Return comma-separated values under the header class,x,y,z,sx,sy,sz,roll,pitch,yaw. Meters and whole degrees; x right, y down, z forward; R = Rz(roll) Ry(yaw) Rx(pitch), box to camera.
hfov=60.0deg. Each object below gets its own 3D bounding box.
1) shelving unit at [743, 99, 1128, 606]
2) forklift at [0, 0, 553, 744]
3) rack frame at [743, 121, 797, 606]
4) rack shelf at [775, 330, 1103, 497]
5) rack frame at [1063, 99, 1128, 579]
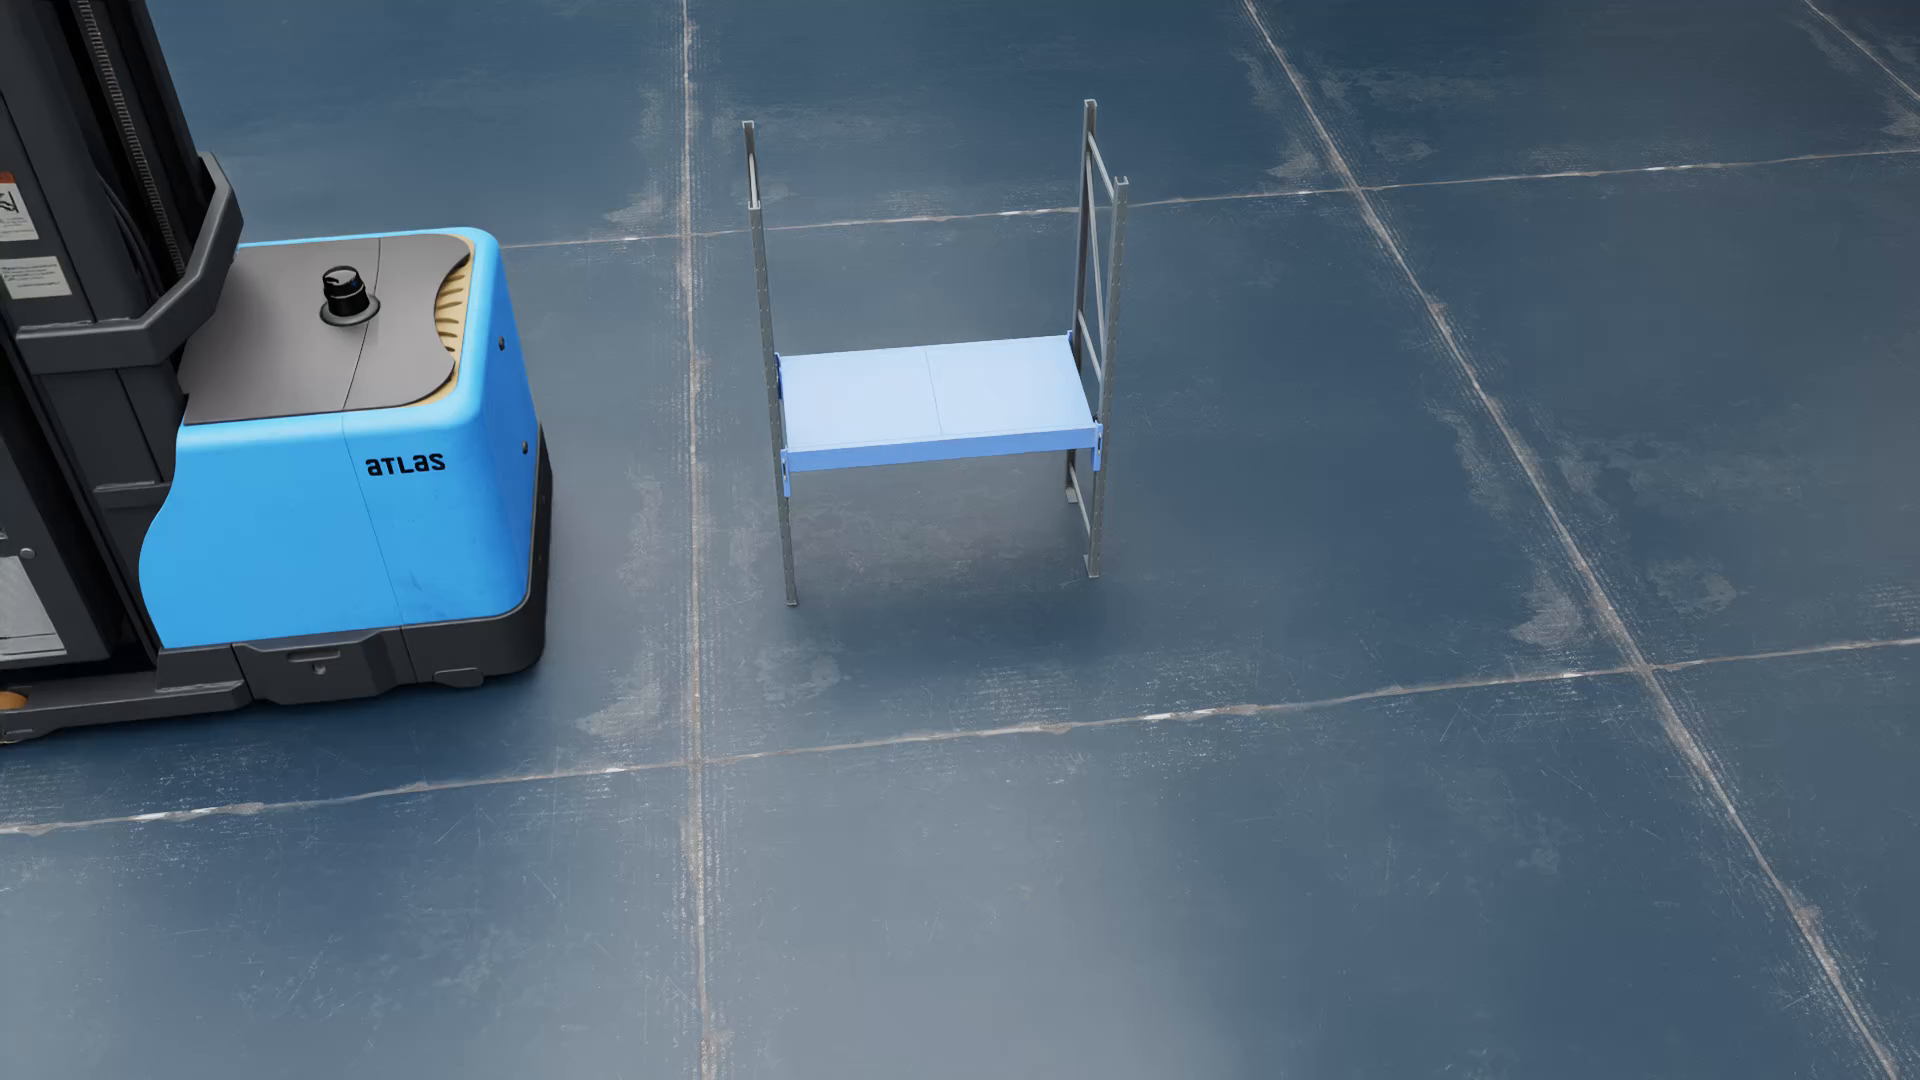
class,x,y,z,sx,sy,sz,roll,pitch,yaw
shelving unit,-0.085,-0.549,5.239,1.048,1.500,0.538,-5,42,-6
forklift,-2.880,-0.829,4.481,3.031,2.935,1.130,-6,42,-6
rack frame,-0.589,-0.505,5.190,0.032,1.500,0.500,-5,42,-6
rack shelf,-0.085,-0.416,5.360,1.000,0.185,0.538,-5,42,-6
rack frame,0.419,-0.594,5.288,0.032,1.500,0.500,-5,42,-6
